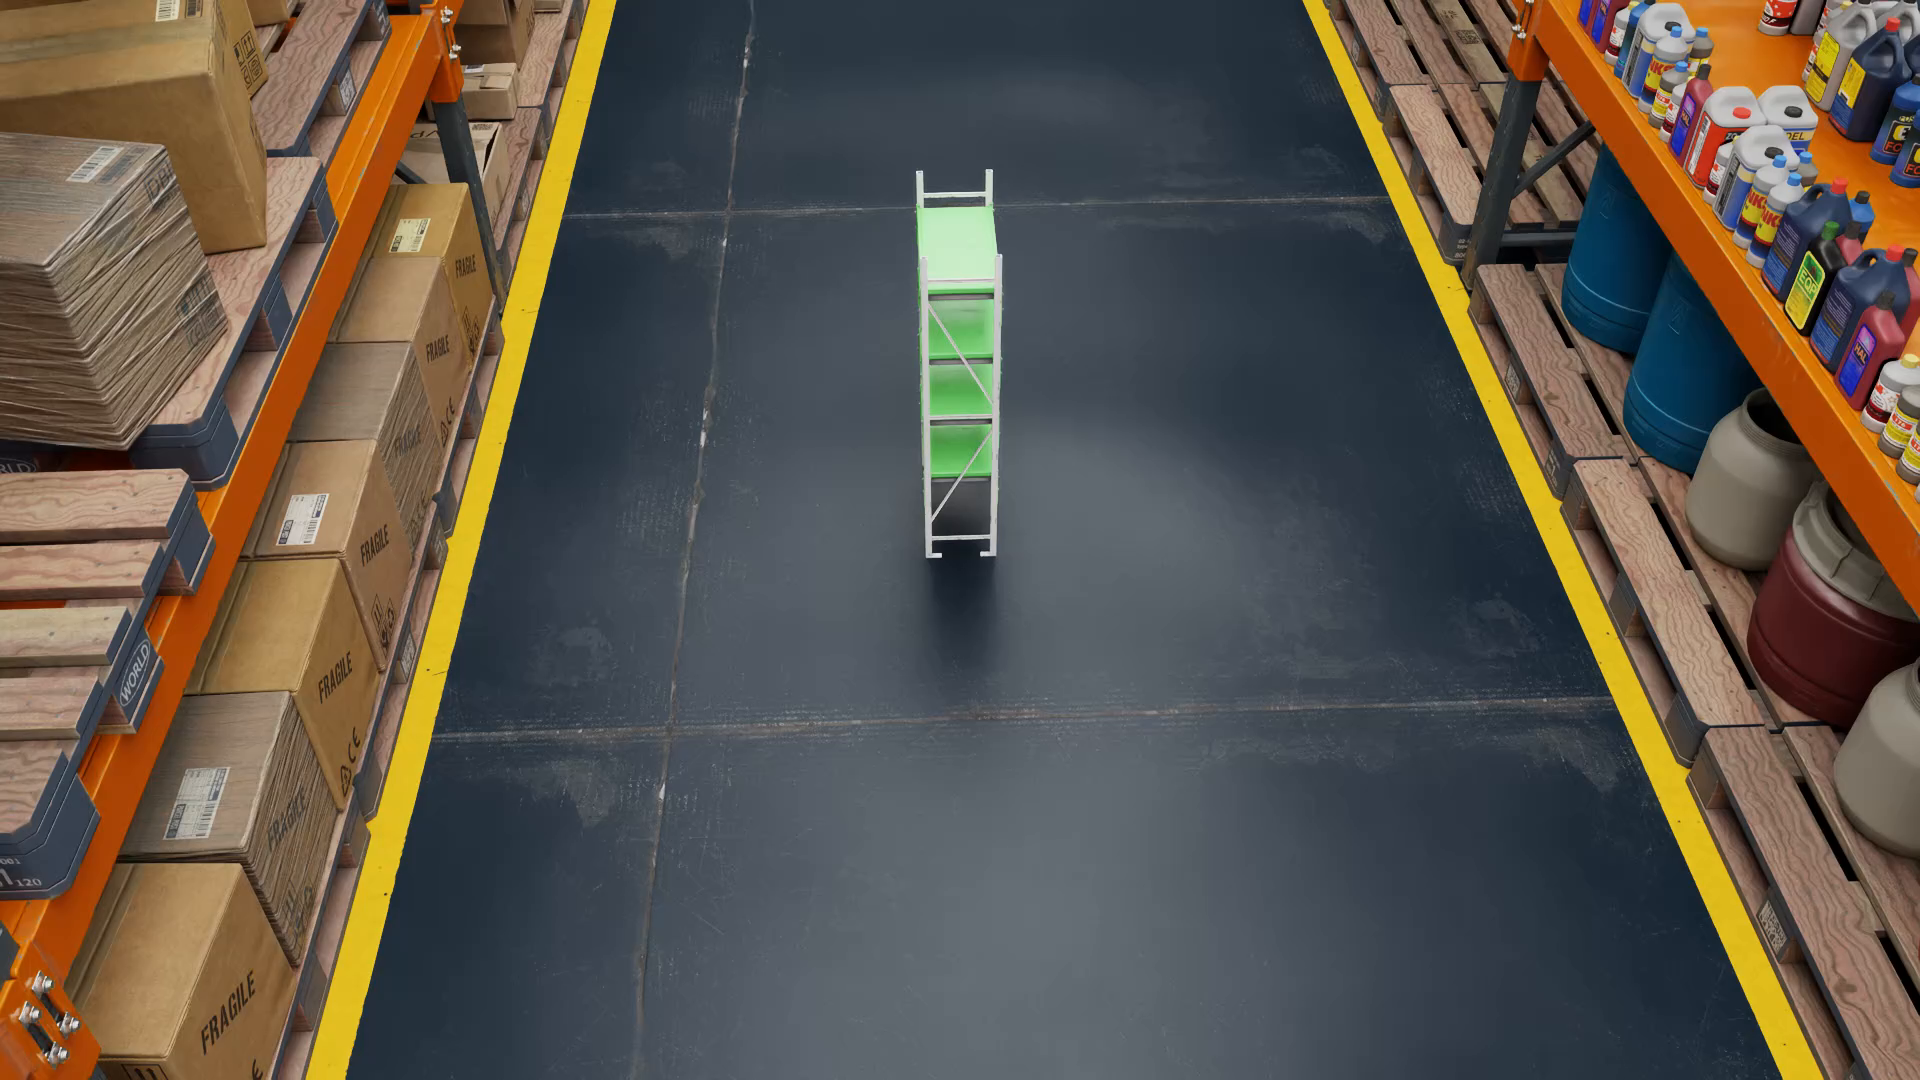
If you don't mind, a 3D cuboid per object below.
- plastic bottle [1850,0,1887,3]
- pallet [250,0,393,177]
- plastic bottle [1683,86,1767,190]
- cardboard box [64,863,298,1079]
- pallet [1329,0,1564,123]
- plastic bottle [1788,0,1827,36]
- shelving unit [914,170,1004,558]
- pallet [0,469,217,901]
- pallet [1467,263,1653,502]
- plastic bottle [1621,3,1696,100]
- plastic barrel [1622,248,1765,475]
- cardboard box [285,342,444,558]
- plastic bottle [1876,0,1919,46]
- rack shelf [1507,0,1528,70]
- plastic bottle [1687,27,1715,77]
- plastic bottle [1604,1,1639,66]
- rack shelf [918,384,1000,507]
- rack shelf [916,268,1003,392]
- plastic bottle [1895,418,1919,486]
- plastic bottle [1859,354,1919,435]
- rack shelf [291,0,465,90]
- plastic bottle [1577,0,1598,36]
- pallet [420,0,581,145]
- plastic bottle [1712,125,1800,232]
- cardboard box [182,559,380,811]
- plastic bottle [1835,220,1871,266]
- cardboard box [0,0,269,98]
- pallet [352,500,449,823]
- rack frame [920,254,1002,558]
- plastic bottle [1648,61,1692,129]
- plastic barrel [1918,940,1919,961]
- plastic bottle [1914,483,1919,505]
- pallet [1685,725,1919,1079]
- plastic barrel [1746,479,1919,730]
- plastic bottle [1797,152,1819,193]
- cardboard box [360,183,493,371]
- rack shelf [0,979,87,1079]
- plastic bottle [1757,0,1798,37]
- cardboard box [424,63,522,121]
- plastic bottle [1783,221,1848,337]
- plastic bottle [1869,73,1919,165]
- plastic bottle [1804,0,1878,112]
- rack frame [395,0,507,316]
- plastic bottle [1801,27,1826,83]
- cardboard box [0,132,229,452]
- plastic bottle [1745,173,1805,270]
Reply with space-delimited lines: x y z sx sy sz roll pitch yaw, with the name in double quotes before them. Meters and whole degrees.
"plastic bottle" 2.987 -1.728 5.502 0.061 0.283 0.133 -2 43 -2
"pallet" -2.432 -1.430 5.232 1.003 0.211 1.213 -2 43 -2
"plastic bottle" 2.270 -1.189 4.919 0.152 0.276 0.135 -2 43 -2
"cardboard box" -1.921 1.101 3.853 0.500 0.500 0.500 0 43 0
"pallet" 2.467 -2.476 8.295 1.003 0.211 1.213 -2 43 -2
"plastic bottle" 2.932 -1.880 5.673 0.152 0.276 0.135 -2 43 -2
"shelving unit" -0.007 -0.554 5.466 0.258 1.200 0.503 -2 43 -2
"pallet" -2.286 0.272 3.375 1.213 0.211 1.003 -2 43 -2
"pallet" 2.583 -0.633 6.284 1.003 0.211 1.213 -2 43 -2
"plastic bottle" 2.247 -1.567 5.331 0.152 0.276 0.135 -2 43 -2
"plastic barrel" 2.628 -0.718 5.556 0.600 0.901 0.708 -2 43 -2
"cardboard box" -2.016 -0.286 5.367 0.500 0.500 0.500 -1 43 -1
"plastic bottle" 2.958 -1.553 5.261 0.144 0.351 0.185 -2 43 -2
"rack shelf" 2.507 -3.268 7.628 1.077 0.370 4.000 -2 43 -2
"plastic bottle" 2.370 -1.555 5.374 0.097 0.201 0.097 0 43 0
"plastic bottle" 2.210 -1.682 5.512 0.097 0.201 0.097 0 43 0
"rack shelf" -0.007 -0.330 5.672 0.258 0.148 0.480 -2 43 -2
"rack shelf" -0.007 -0.684 5.347 0.258 0.148 0.480 -2 43 -2
"plastic bottle" 2.301 -0.233 3.931 0.097 0.201 0.097 0 43 0
"plastic bottle" 2.293 -0.364 4.074 0.097 0.201 0.097 0 43 0
"rack shelf" -2.442 -3.128 7.475 1.077 0.370 4.000 -2 43 -2
"plastic bottle" 2.181 -1.880 5.667 0.061 0.283 0.133 -2 43 -2
"pallet" -2.440 -2.304 8.108 1.003 0.211 1.213 -2 43 -2
"plastic bottle" 2.280 -1.032 4.748 0.152 0.276 0.135 -2 43 -2
"cardboard box" -1.965 0.409 4.608 0.500 0.500 0.500 -2 43 -2
"plastic bottle" 2.317 -0.688 4.367 0.061 0.283 0.133 -2 43 -2
"cardboard box" -2.468 -1.446 4.723 0.700 0.500 0.500 5 43 5
"pallet" -2.230 0.358 5.203 1.003 0.211 1.213 -2 43 -2
"rack frame" 0.003 -0.389 5.287 0.240 1.200 0.015 -2 43 -2
"plastic bottle" 2.228 -1.394 5.198 0.097 0.201 0.097 0 43 0
"plastic barrel" 2.724 0.833 3.917 0.600 0.830 0.708 -2 43 -2
"plastic bottle" 2.306 -0.193 3.836 0.097 0.271 0.097 0 43 0
"pallet" 2.687 1.015 4.487 1.003 0.211 1.213 -2 43 -2
"plastic barrel" 2.676 0.160 4.830 0.600 0.588 0.708 -2 43 -2
"plastic bottle" 2.404 -1.021 4.791 0.097 0.201 0.097 0 43 0
"cardboard box" -2.050 -0.959 6.101 0.500 0.500 0.500 -2 43 -2
"rack shelf" -2.102 2.273 1.583 1.077 0.370 4.000 -2 43 -2
"plastic bottle" 2.808 -1.837 5.681 0.097 0.201 0.097 0 43 0
"cardboard box" -2.205 -2.034 7.520 0.380 0.166 0.250 -2 43 -2
"plastic bottle" 2.256 -0.687 4.366 0.061 0.283 0.133 -2 43 -2
"plastic bottle" 2.845 -1.275 5.017 0.097 0.271 0.097 0 43 0
"plastic bottle" 2.814 -1.549 5.257 0.144 0.351 0.185 -2 43 -2
"rack frame" -2.357 -2.043 5.759 1.000 3.000 0.127 -2 43 -2
"plastic bottle" 2.823 -1.590 5.412 0.097 0.201 0.097 0 43 0
"cardboard box" -2.174 -0.579 3.777 0.700 0.500 0.500 6 43 6
"plastic bottle" 2.262 -0.885 4.591 0.097 0.271 0.097 0 43 0
